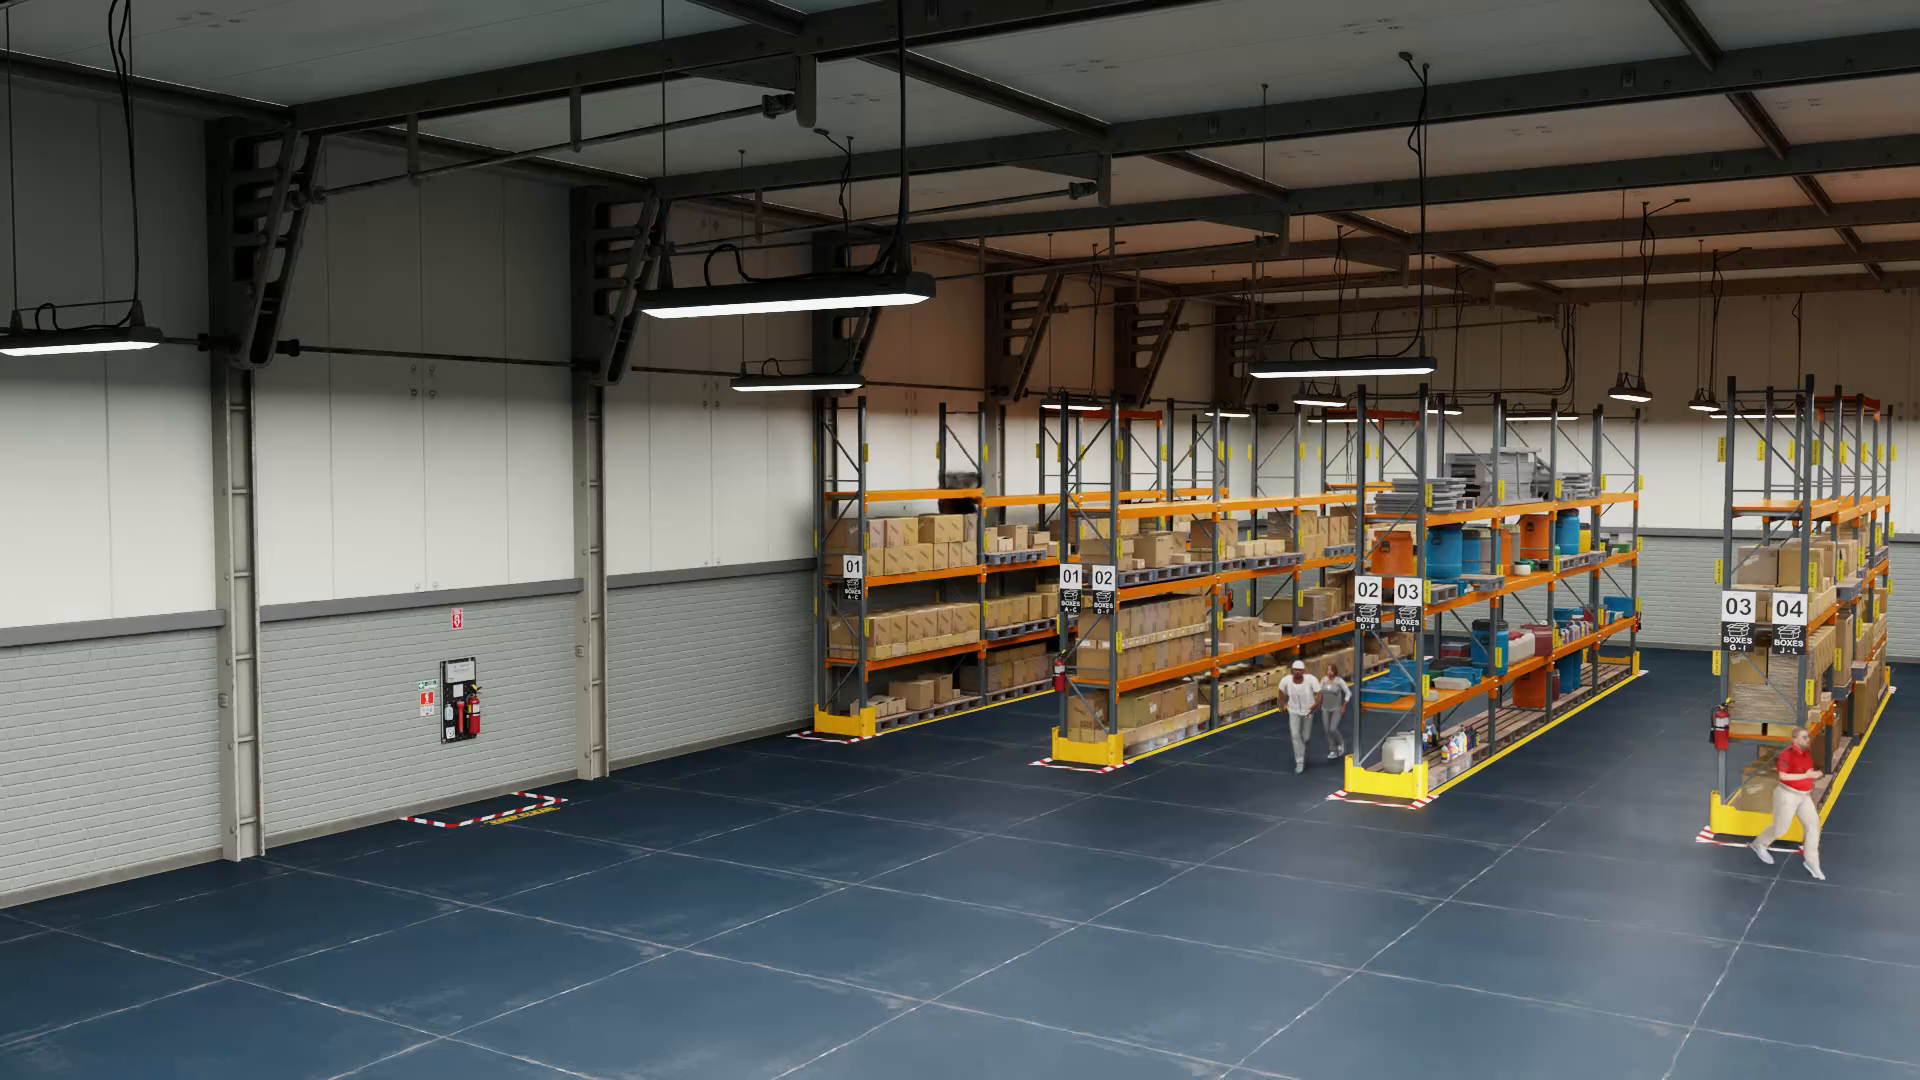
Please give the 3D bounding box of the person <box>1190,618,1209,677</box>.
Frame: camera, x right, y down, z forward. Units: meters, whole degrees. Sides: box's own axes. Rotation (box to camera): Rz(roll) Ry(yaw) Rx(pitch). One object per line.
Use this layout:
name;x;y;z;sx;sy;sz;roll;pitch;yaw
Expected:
person;4.748;2.249;33.926;0.682;1.675;0.814;2;4;34

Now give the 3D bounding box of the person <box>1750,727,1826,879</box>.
person;9.903;3.119;19.841;0.657;1.805;0.884;-2;3;-28

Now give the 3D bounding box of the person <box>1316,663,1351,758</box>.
person;6.053;2.793;27.154;0.545;1.564;0.525;2;4;37

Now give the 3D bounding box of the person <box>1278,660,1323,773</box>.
person;5.413;2.764;26.462;0.700;1.752;1.046;1;3;13
